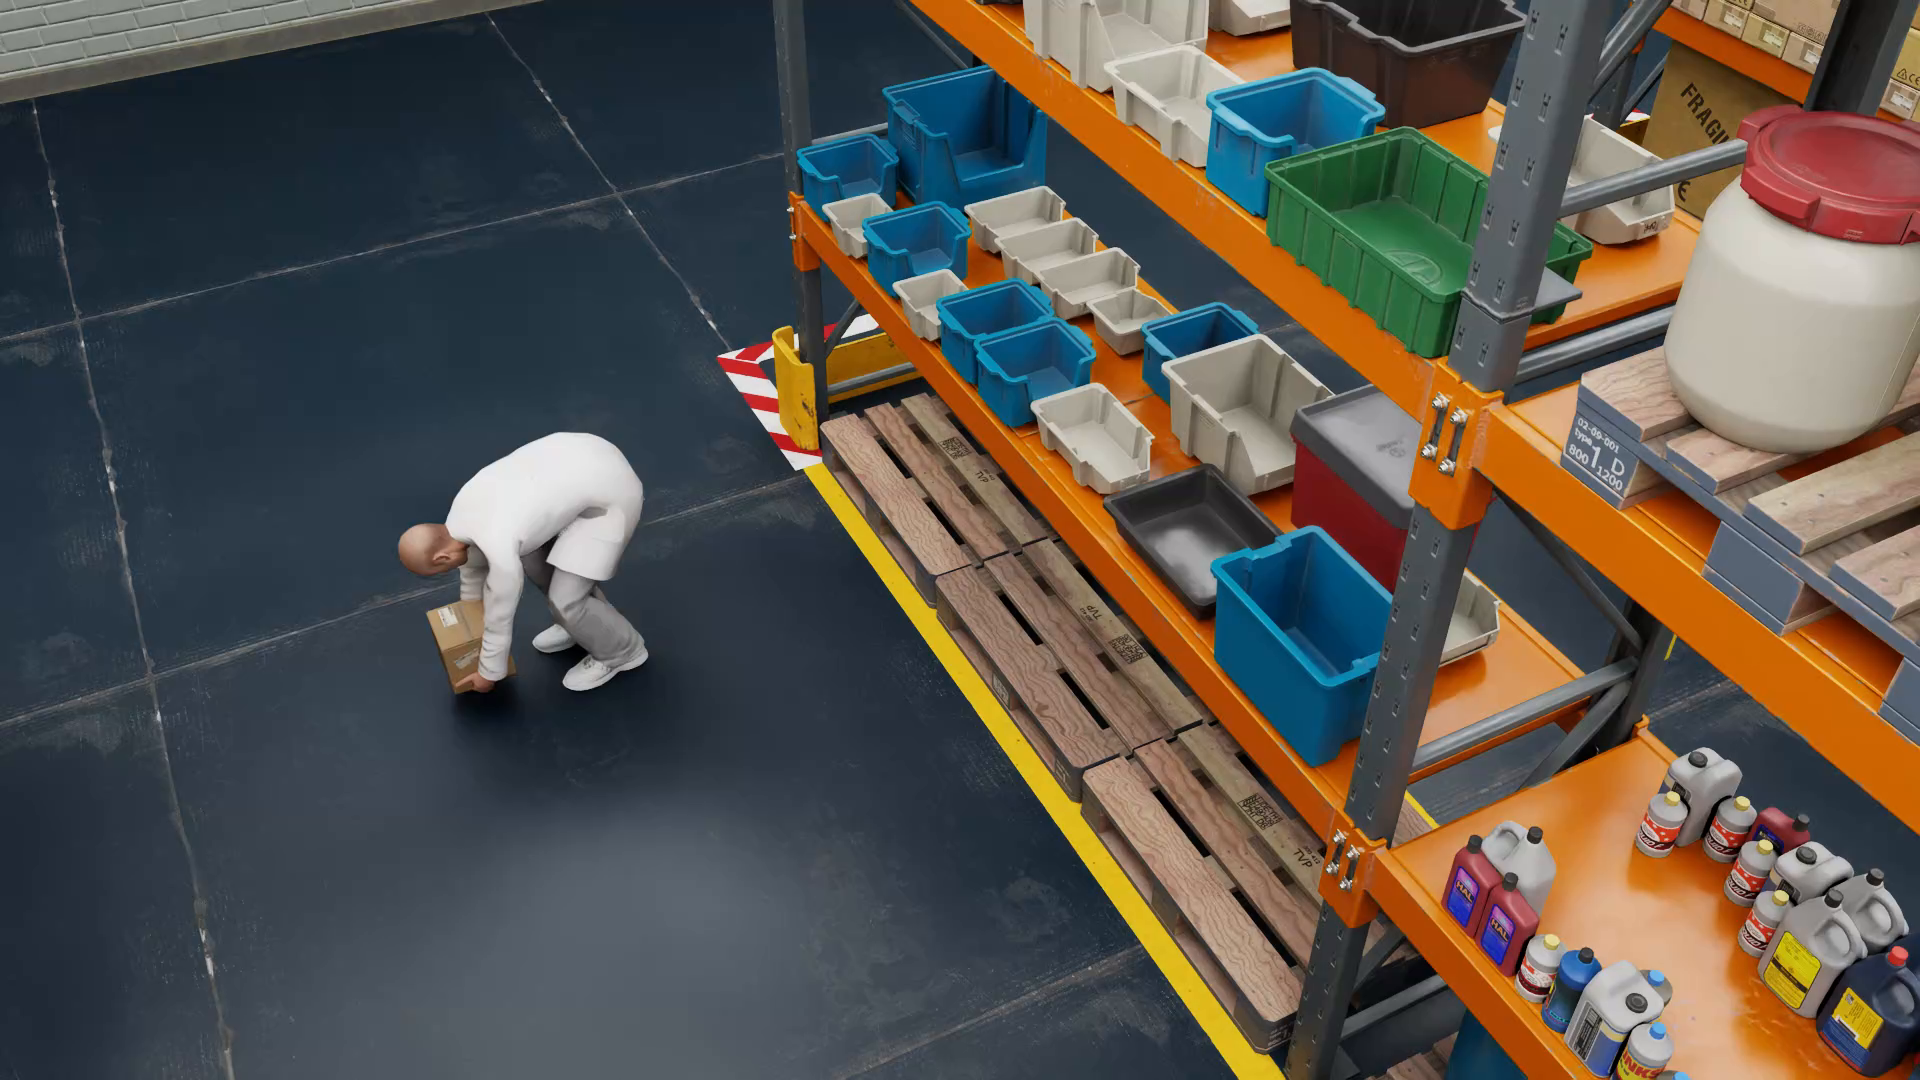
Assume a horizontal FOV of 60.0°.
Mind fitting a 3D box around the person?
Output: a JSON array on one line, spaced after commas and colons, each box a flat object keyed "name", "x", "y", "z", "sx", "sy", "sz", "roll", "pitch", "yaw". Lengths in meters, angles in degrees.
[{"name": "person", "x": -1.681, "y": 0.126, "z": 6.567, "sx": 0.947, "sy": 1.065, "sz": 0.580, "roll": -21, "pitch": 45, "yaw": -22}]
